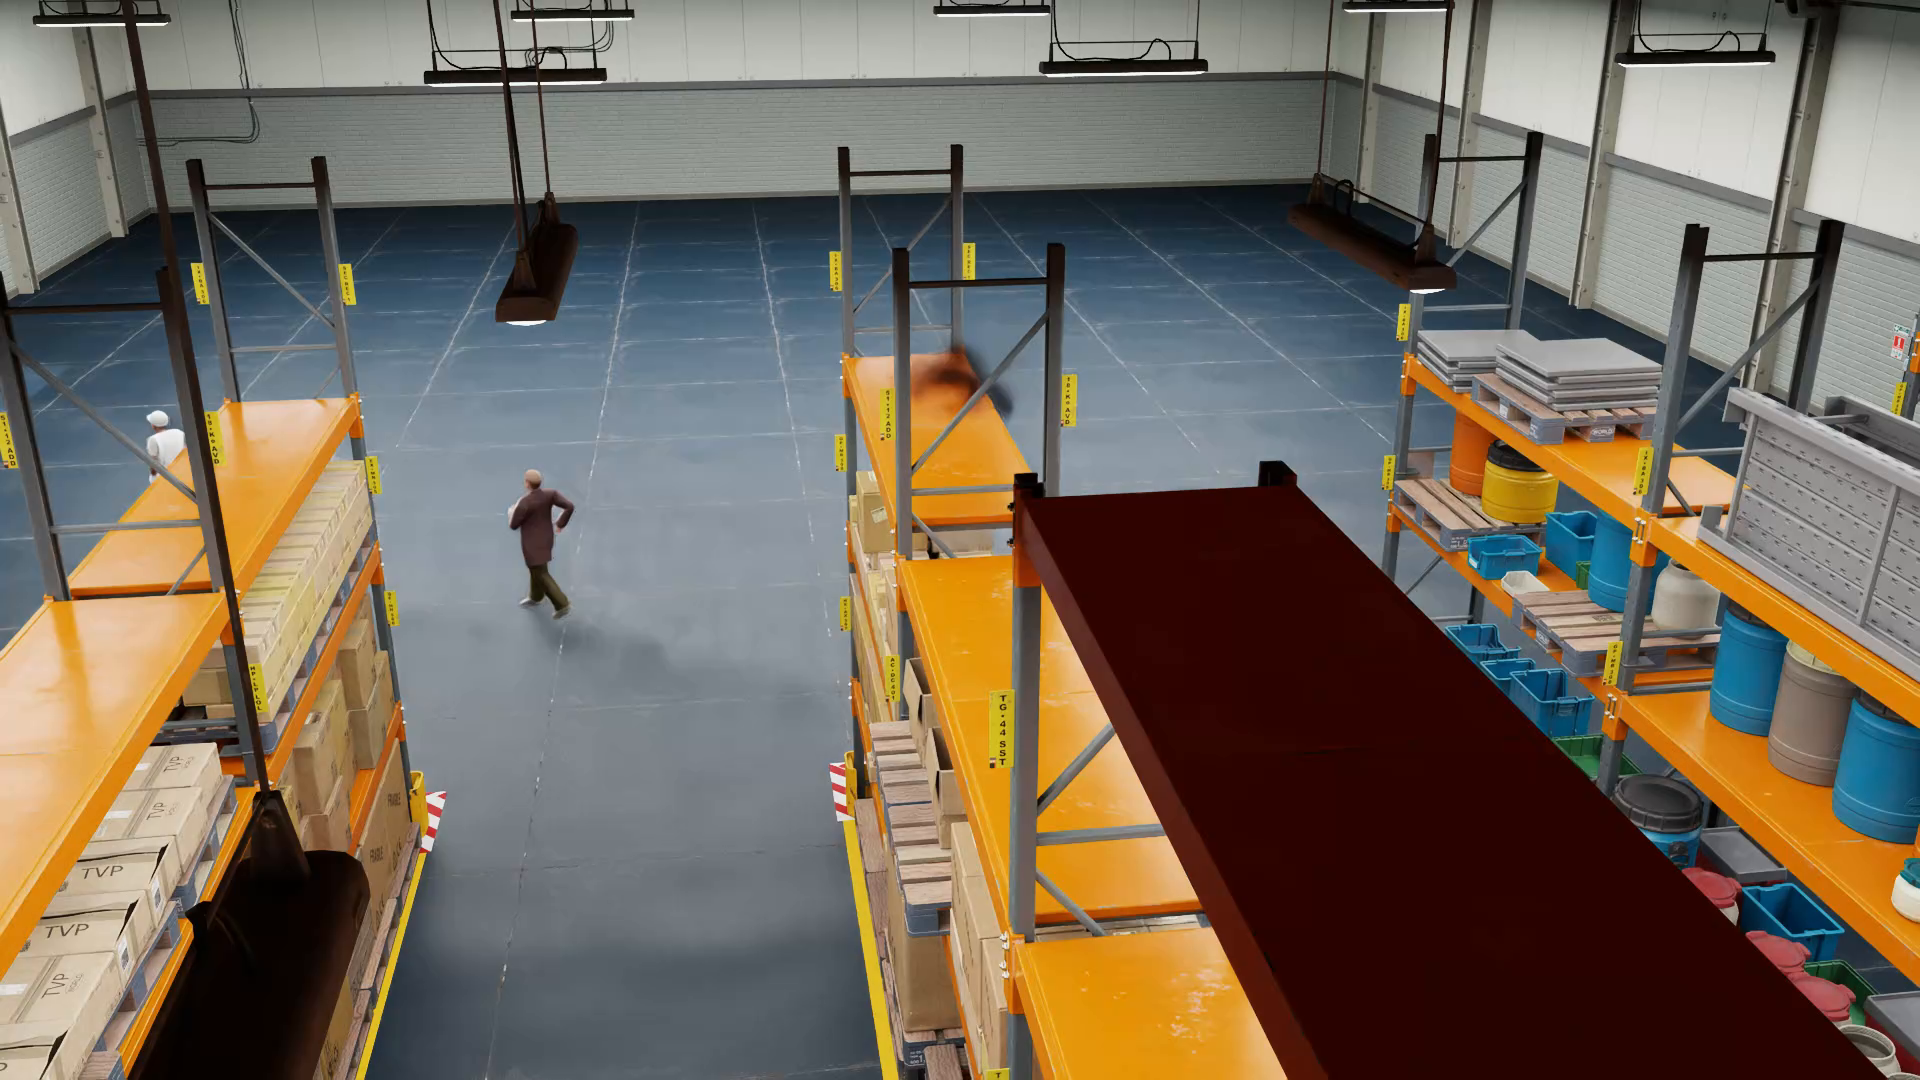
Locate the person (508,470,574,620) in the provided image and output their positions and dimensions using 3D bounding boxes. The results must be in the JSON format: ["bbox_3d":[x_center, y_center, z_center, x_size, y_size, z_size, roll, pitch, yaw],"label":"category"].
[{"bbox_3d":[-4.816,0.043,19.043,0.993,1.795,0.694,13,25,29],"label":"person"}]

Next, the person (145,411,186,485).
[{"bbox_3d":[-10.181,-0.827,21.340,0.580,1.741,0.679,14,25,31],"label":"person"}]
